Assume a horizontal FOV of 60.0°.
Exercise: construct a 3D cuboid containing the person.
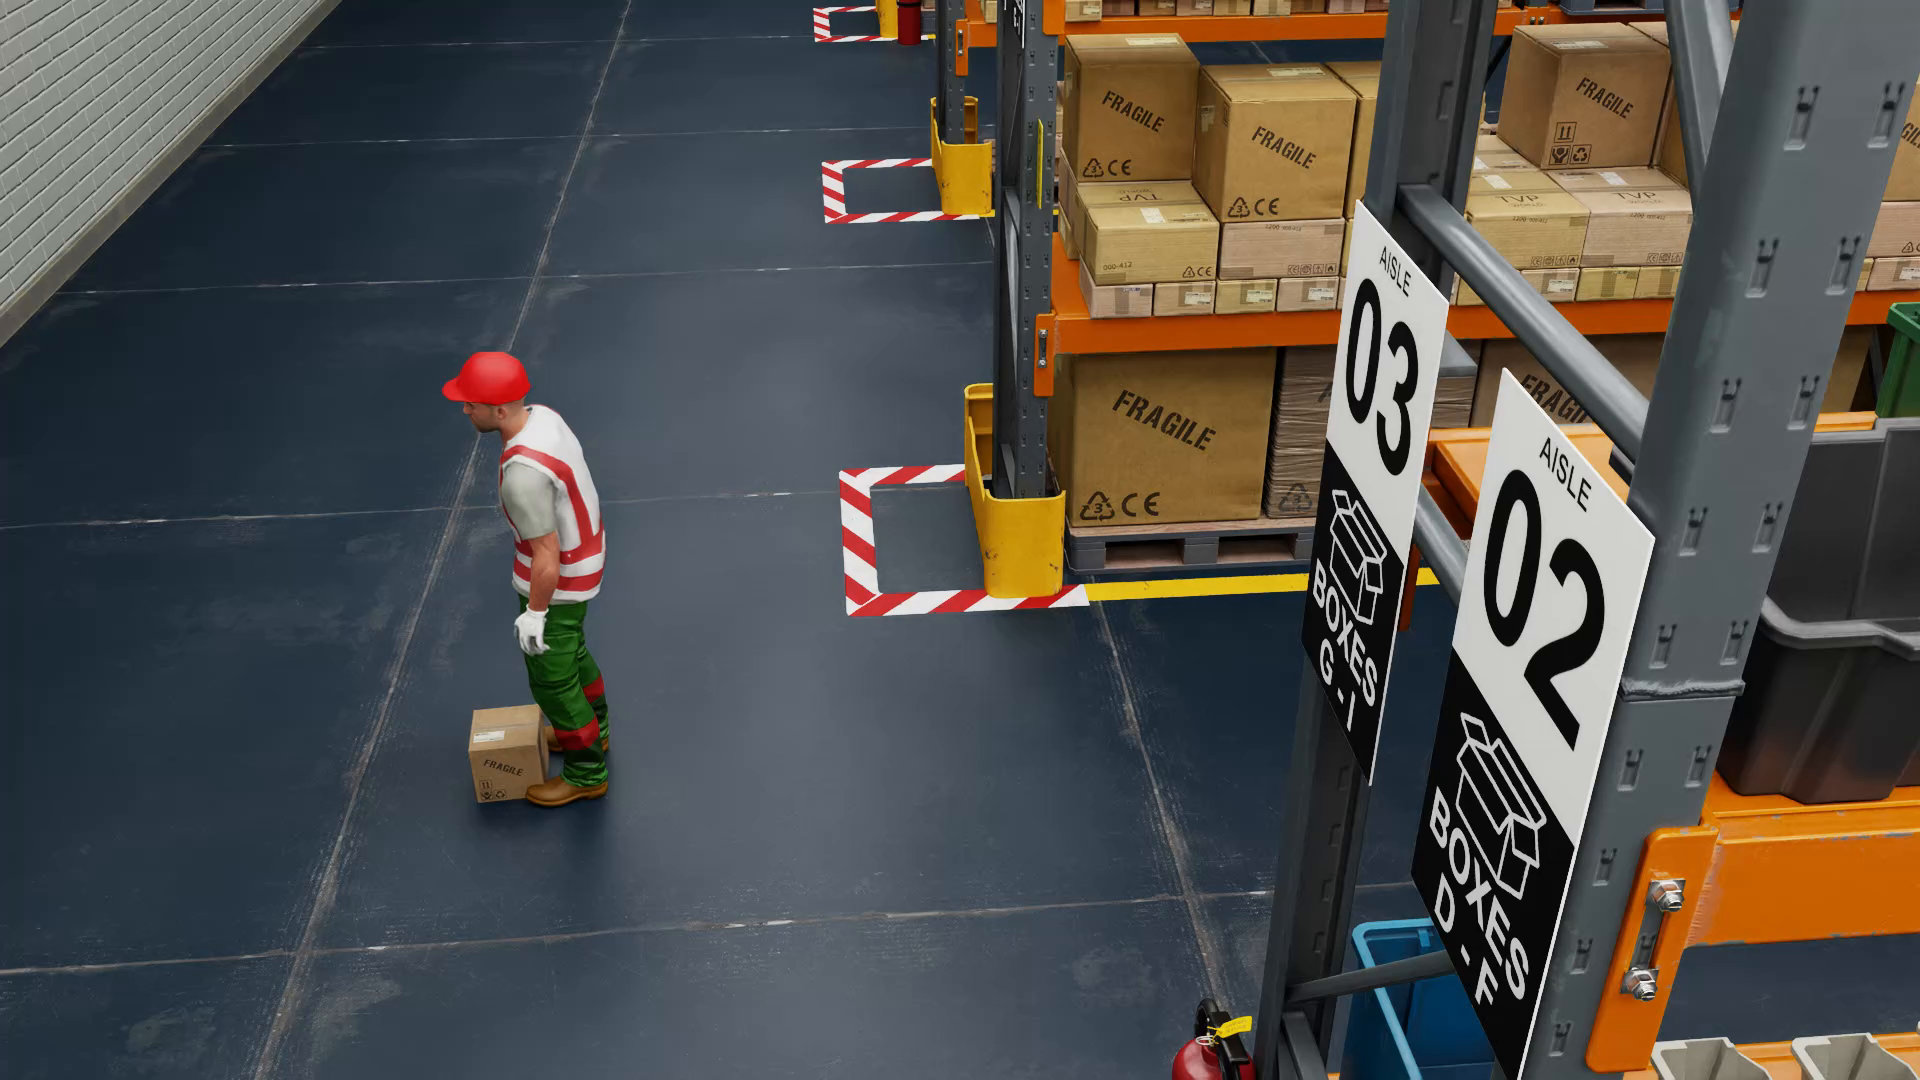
[{"bbox_3d":[-1.473,0.140,5.885,0.456,1.778,0.617,-3,31,-5],"label":"person"}]
